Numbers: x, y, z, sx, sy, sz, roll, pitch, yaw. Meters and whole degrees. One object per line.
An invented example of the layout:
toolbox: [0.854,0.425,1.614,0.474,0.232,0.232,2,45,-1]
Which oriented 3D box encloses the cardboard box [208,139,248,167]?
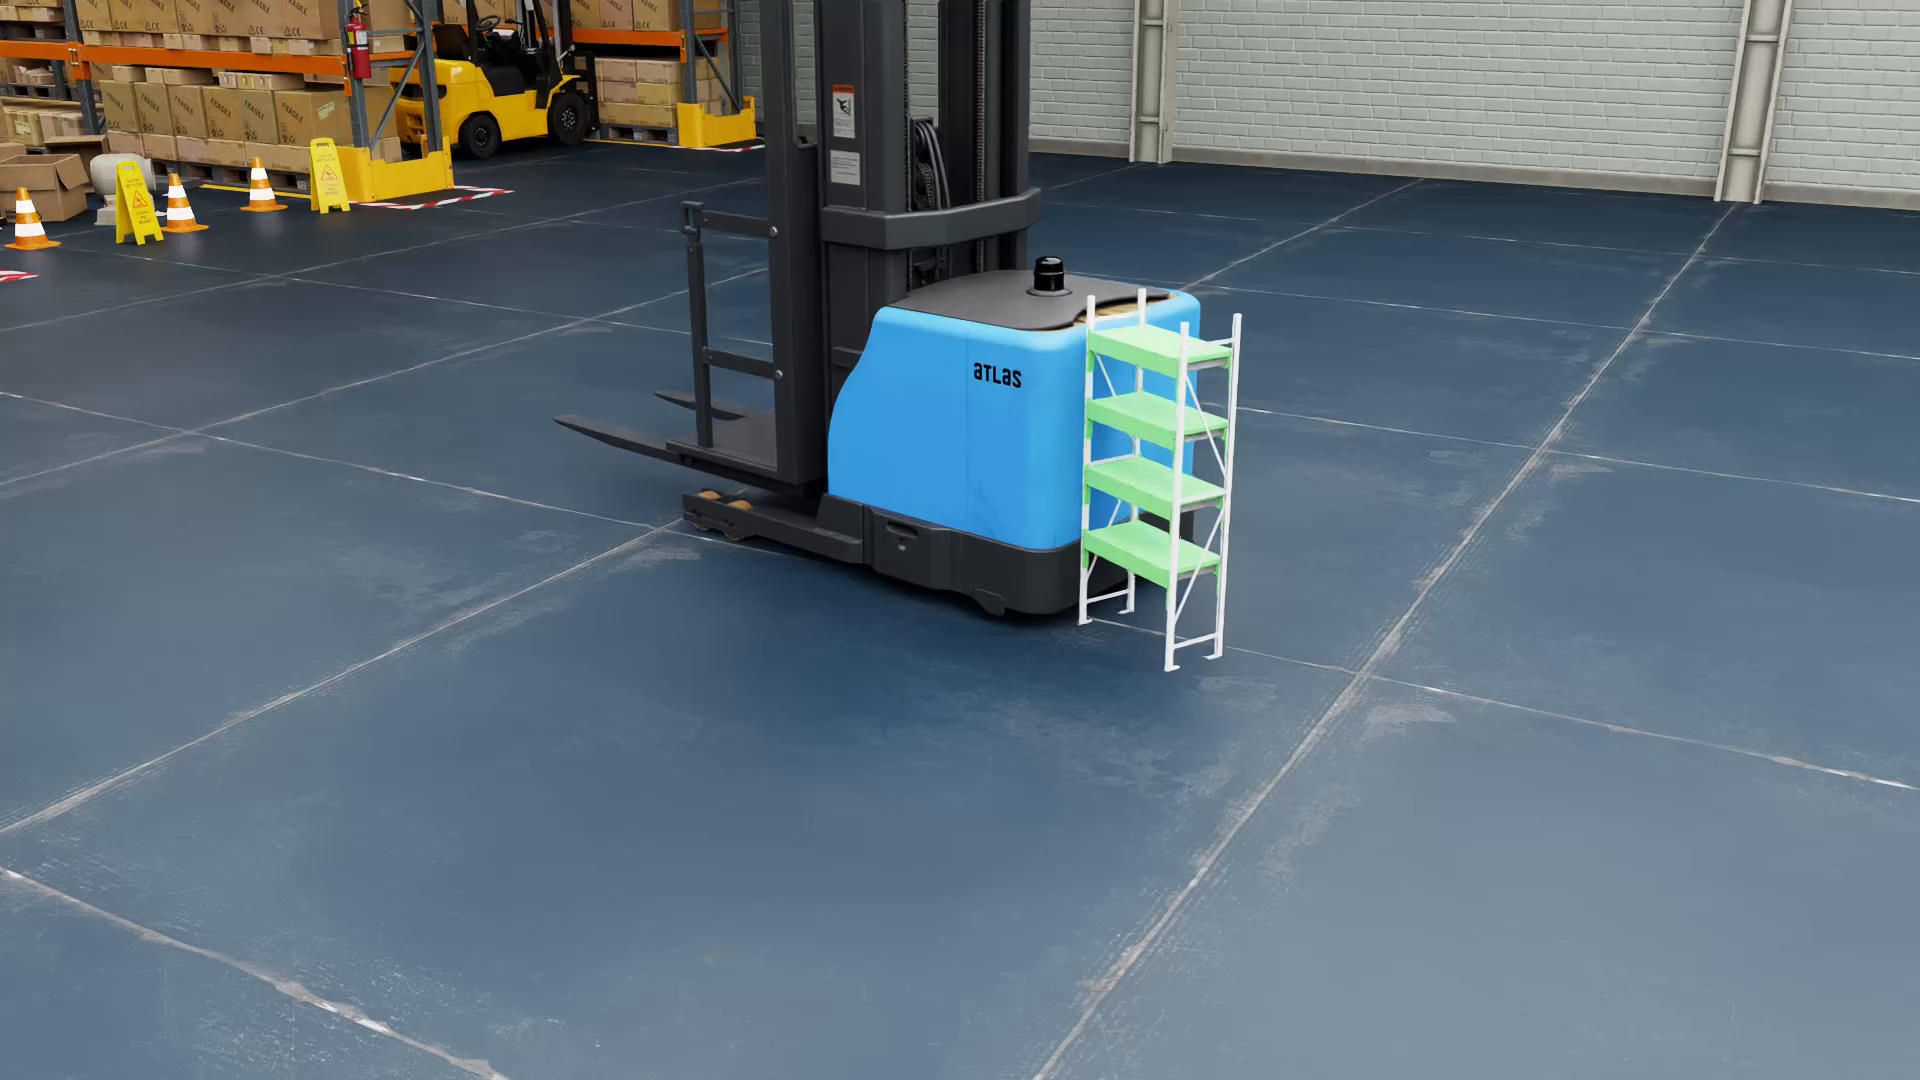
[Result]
cardboard box: [-7.113,-3.890,16.606,0.500,0.250,0.500,10,22,25]

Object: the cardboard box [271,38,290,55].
cardboard box: [-6.288,-4.695,15.779,0.250,0.149,0.380,10,22,26]

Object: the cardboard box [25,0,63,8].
cardboard box: [-9.376,-5.815,17.297,0.500,0.500,0.500,10,22,26]

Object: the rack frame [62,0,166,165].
rack frame: [-8.860,-5.422,17.413,0.127,3.000,1.000,11,23,27]

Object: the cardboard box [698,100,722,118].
cardboard box: [-3.284,-5.280,20.438,0.500,0.250,0.500,11,23,28]

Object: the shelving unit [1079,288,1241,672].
shelving unit: [0.668,-0.211,5.686,0.258,1.200,0.503,-12,23,-31]

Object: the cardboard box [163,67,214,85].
cardboard box: [-7.711,-4.638,16.618,0.250,0.149,0.380,12,23,30]

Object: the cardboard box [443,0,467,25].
cardboard box: [-6.183,-6.796,21.054,0.500,0.500,0.500,10,22,26]

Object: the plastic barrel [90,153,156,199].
plastic barrel: [-7.910,-3.438,15.723,0.512,0.421,0.421,-7,21,-20]

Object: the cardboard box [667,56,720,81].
cardboard box: [-3.278,-5.746,20.257,0.500,0.250,0.500,10,22,26]

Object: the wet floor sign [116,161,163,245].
wet floor sign: [-6.703,-2.744,13.484,0.232,0.644,0.267,7,21,18]

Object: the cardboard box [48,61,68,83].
cardboard box: [-13.889,-7.344,26.040,0.500,0.311,0.500,12,23,29]

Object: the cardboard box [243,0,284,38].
cardboard box: [-6.411,-5.036,15.768,0.500,0.500,0.500,11,23,27]

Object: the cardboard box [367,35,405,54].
cardboard box: [-5.564,-4.757,15.948,0.250,0.149,0.380,11,23,28]

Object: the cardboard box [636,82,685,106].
cardboard box: [-3.528,-5.363,19.934,0.500,0.250,0.500,10,22,27]

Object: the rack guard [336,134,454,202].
rack guard: [-5.435,-3.594,16.041,0.348,0.500,1.175,11,23,27]

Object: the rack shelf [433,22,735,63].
rack shelf: [-4.697,-6.229,20.695,4.000,0.370,1.077,11,23,27]

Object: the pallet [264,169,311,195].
pallet: [-6.127,-3.604,16.491,1.213,0.211,1.003,11,23,27]

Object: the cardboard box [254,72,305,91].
cardboard box: [-6.548,-4.416,16.005,0.250,0.149,0.380,12,23,29]

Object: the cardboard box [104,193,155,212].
cardboard box: [-7.497,-3.033,15.009,0.380,0.149,0.250,-11,23,-29]

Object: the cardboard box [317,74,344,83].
cardboard box: [-8.235,-6.321,22.757,0.625,0.625,0.875,10,22,25]

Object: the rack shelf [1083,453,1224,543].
rack shelf: [0.668,-0.151,5.708,0.258,0.148,0.480,-12,23,-31]

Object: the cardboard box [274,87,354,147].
cardboard box: [-6.195,-4.070,16.002,0.500,0.500,0.500,11,23,28]

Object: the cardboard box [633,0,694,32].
cardboard box: [-3.509,-6.286,19.648,0.500,0.500,0.500,10,22,26]

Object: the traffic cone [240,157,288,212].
traffic cone: [-6.373,-3.252,15.151,0.334,0.463,0.336,11,23,27]

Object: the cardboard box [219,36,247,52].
cardboard box: [-6.950,-4.829,16.147,0.250,0.149,0.380,11,22,27]

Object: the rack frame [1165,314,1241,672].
rack frame: [0.800,-0.141,5.493,0.240,1.200,0.015,-12,23,-31]

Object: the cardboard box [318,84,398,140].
cardboard box: [-5.959,-4.234,16.456,0.500,0.500,0.500,10,22,26]

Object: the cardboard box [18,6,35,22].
cardboard box: [-9.666,-5.554,17.529,0.250,0.149,0.380,10,22,26]

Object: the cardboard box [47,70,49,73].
cardboard box: [-14.267,-7.340,26.267,0.250,0.149,0.380,10,22,27]

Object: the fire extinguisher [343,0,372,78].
fire extinguisher: [-5.493,-4.564,15.162,0.183,0.674,0.296,11,23,27]

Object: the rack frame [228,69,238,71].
rack frame: [-9.935,-7.565,23.323,0.127,3.000,1.000,11,23,27]

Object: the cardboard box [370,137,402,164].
cardboard box: [-5.938,-3.878,16.574,0.500,0.250,0.500,11,22,27]

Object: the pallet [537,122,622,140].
pallet: [-4.700,-5.242,21.007,1.213,0.211,1.003,11,23,27]

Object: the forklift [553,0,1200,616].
forklift: [-0.531,-1.497,6.694,3.031,2.935,1.130,16,25,37]

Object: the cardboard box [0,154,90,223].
cardboard box: [-8.136,-3.122,14.733,0.637,0.503,0.797,-4,20,-10]

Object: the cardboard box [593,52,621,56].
cardboard box: [-4.591,-6.002,20.962,0.500,0.250,0.500,10,22,26]

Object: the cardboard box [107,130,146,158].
cardboard box: [-8.477,-4.148,17.319,0.500,0.250,0.500,10,22,25]

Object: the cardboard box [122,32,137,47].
cardboard box: [-8.249,-5.094,16.879,0.250,0.149,0.380,11,23,27]

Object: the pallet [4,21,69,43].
pallet: [-9.457,-5.502,17.916,1.213,0.211,1.003,11,23,27]

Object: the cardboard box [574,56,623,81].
cardboard box: [-4.399,-5.758,20.289,0.500,0.250,0.500,11,23,28]

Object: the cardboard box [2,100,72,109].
cardboard box: [-10.557,-4.704,18.672,0.625,0.372,0.950,12,23,29]

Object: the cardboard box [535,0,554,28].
cardboard box: [-4.849,-6.540,20.350,0.500,0.500,0.500,11,23,28]

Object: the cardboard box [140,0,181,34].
cardboard box: [-7.731,-5.289,16.463,0.500,0.500,0.500,11,22,27]

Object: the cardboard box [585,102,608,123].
cardboard box: [-4.377,-5.295,20.481,0.500,0.250,0.500,11,23,28]

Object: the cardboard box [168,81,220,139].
cardboard box: [-7.552,-4.329,16.716,0.500,0.500,0.500,12,23,30]

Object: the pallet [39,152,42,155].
pallet: [-10.610,-4.443,18.803,1.213,0.211,1.003,11,23,27]

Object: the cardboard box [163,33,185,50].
cardboard box: [-7.630,-4.940,16.454,0.250,0.149,0.380,11,23,28]

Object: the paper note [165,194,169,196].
paper note: [-7.590,-3.341,16.031,0.148,0.019,0.142,3,20,9]

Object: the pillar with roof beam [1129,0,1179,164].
pillar with roof beam: [0.019,-7.160,13.407,0.400,9.000,9.100,11,23,27]

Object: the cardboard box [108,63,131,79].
cardboard box: [-12.211,-6.936,24.636,0.500,0.500,0.500,10,22,26]
